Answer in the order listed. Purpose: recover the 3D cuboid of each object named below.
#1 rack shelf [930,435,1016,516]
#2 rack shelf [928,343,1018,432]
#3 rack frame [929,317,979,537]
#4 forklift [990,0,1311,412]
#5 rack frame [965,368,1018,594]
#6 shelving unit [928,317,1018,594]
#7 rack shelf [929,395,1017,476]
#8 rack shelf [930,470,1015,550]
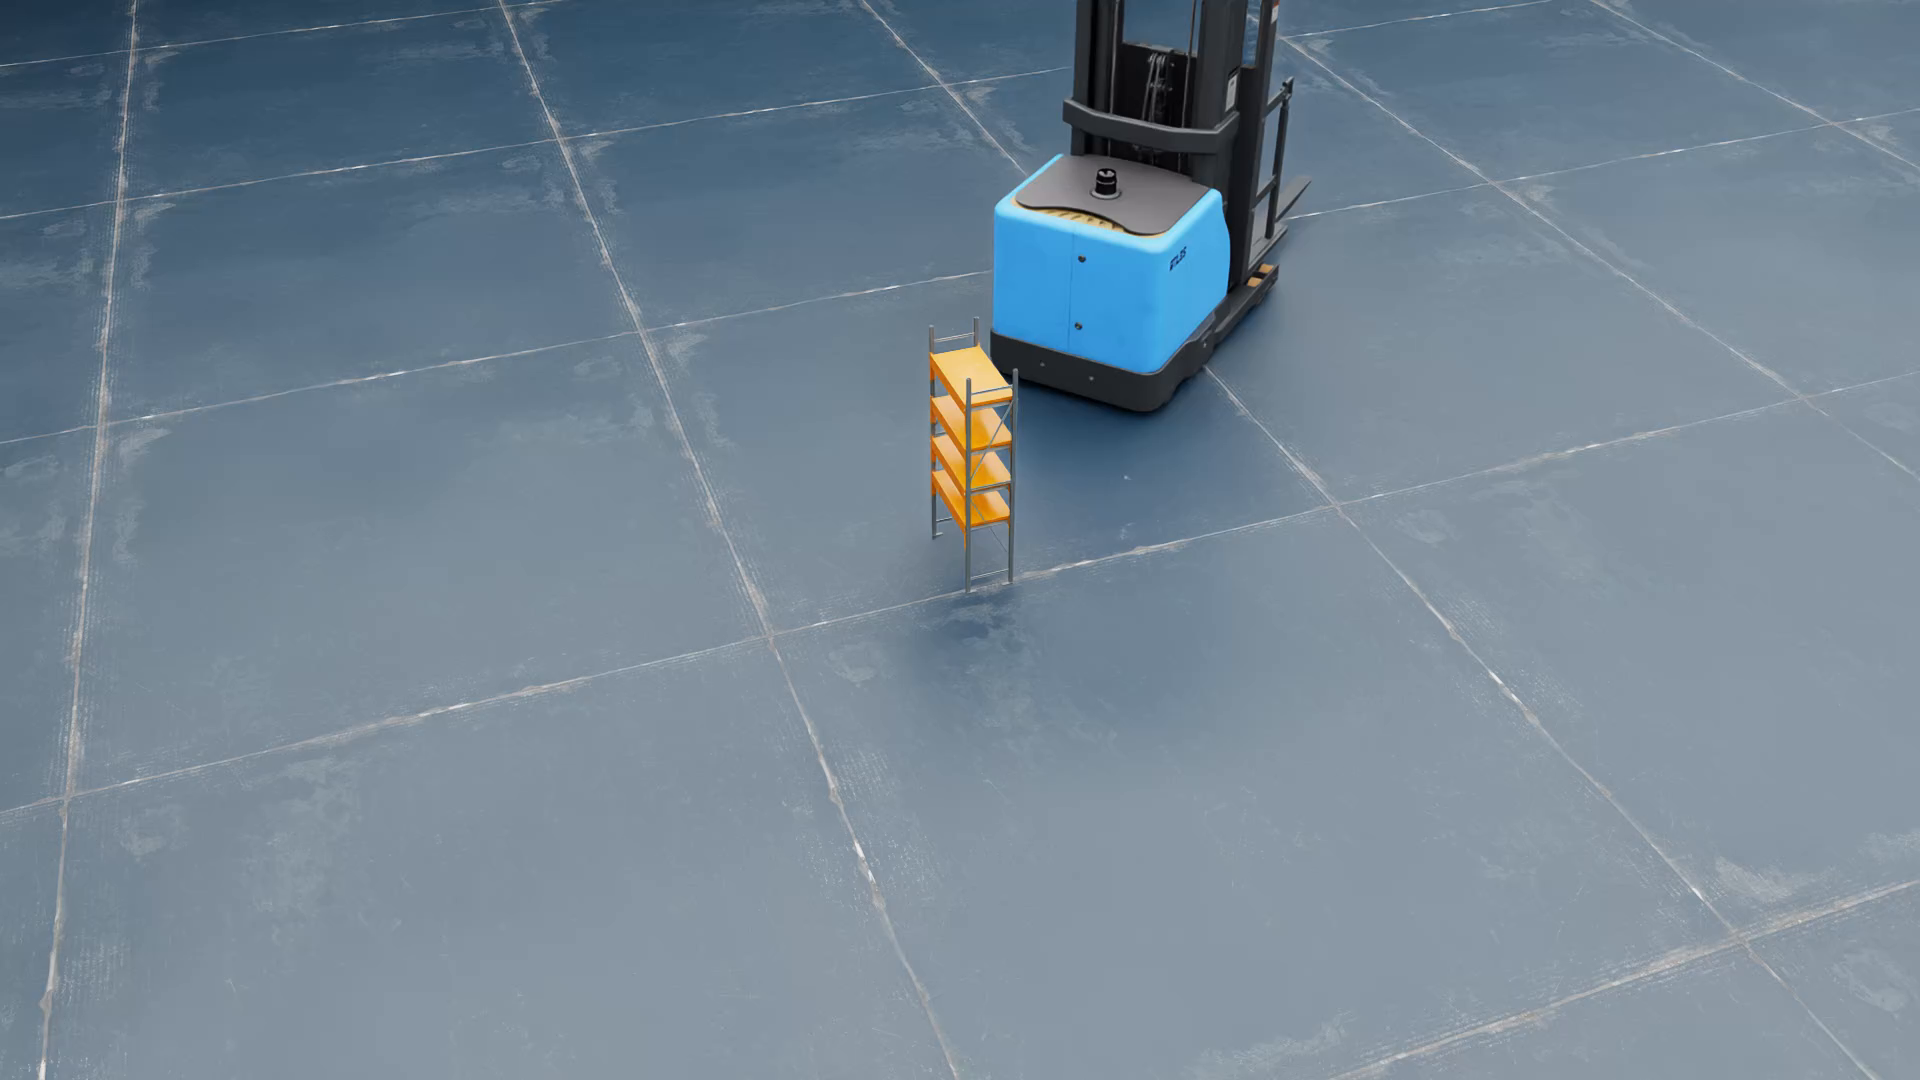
[{"bbox_3d":[0.057,-0.332,7.866,0.258,0.148,0.480,-12,39,-16],"label":"rack shelf"},{"bbox_3d":[0.057,-0.700,7.589,0.258,0.148,0.480,-12,39,-16],"label":"rack shelf"},{"bbox_3d":[-0.027,-0.524,8.008,0.240,1.200,0.015,-12,39,-16],"label":"rack frame"},{"bbox_3d":[1.330,-2.742,9.514,1.130,2.935,3.031,19,41,23],"label":"forklift"},{"bbox_3d":[0.141,-0.248,7.642,0.240,1.200,0.015,-12,39,-16],"label":"rack frame"},{"bbox_3d":[0.057,-0.386,7.825,0.258,1.200,0.503,-12,39,-16],"label":"shelving unit"},{"bbox_3d":[0.057,-0.511,7.731,0.258,0.148,0.480,-12,39,-16],"label":"rack shelf"},{"bbox_3d":[0.057,-0.173,7.985,0.258,0.148,0.480,-12,39,-16],"label":"rack shelf"}]
